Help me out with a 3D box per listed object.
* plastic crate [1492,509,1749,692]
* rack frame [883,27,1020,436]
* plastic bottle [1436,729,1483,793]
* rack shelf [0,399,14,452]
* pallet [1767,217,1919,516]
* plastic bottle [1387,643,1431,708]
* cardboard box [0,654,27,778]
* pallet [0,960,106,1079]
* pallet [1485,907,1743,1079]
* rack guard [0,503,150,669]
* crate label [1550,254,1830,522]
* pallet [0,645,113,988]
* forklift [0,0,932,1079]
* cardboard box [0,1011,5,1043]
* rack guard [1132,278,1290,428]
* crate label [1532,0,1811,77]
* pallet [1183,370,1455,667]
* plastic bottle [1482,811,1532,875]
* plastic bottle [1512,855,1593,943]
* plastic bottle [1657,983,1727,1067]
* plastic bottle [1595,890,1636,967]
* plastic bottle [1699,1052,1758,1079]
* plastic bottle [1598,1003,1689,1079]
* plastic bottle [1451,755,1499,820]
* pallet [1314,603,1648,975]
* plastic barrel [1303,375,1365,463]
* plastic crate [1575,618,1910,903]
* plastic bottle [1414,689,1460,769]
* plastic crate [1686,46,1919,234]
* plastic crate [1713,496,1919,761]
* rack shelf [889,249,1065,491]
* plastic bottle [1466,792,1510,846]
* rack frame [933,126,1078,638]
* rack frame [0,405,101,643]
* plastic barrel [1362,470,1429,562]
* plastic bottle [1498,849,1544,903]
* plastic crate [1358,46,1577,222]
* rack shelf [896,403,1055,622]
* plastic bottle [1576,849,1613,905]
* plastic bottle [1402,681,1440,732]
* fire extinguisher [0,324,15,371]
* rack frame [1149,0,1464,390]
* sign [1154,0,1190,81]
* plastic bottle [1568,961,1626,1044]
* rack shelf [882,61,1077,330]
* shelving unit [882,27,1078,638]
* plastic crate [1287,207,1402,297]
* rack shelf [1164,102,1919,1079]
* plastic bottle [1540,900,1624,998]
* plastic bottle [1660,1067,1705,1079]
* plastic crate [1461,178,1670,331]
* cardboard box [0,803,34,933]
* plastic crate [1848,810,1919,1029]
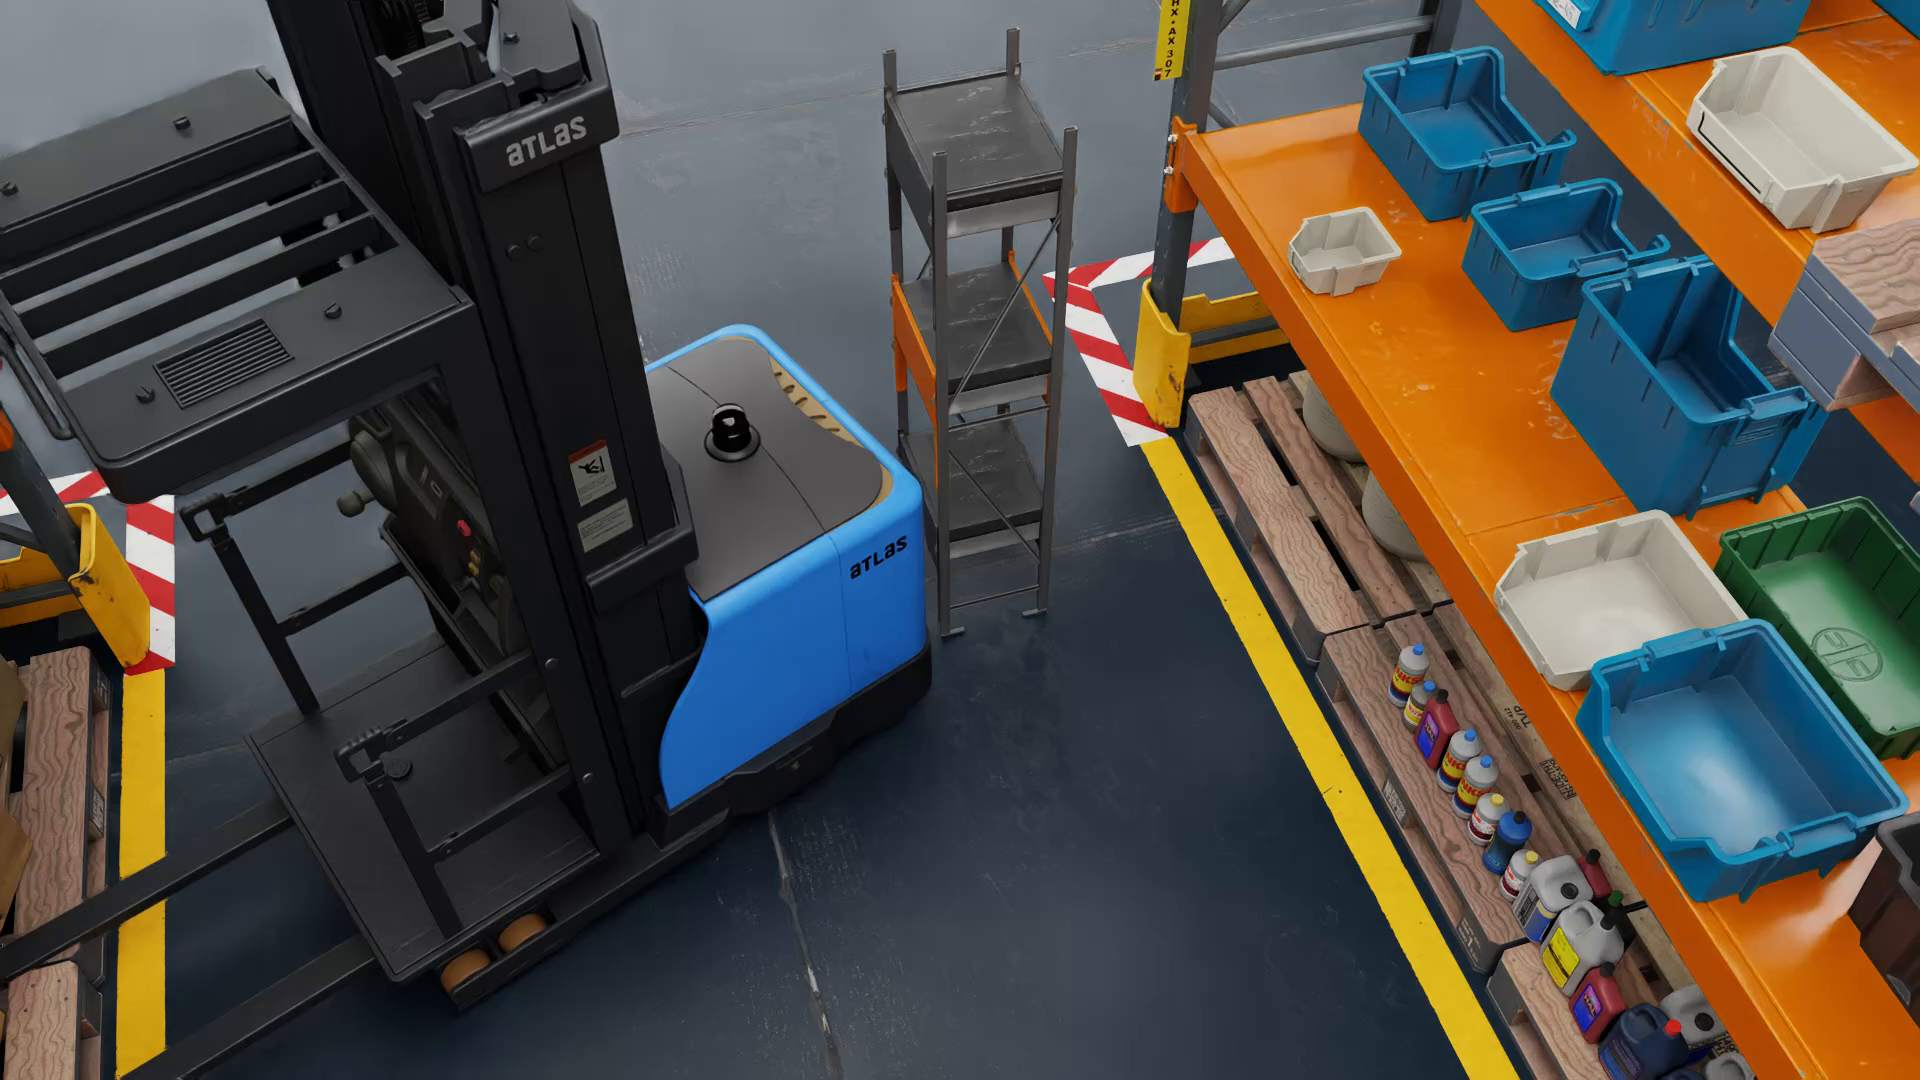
[{"bbox_3d":[1.691,0.176,4.312,0.530,0.136,0.437,-13,51,-11],"label":"plastic crate"},{"bbox_3d":[-0.023,-0.734,5.496,0.400,2.100,0.015,-13,51,-11],"label":"rack frame"},{"bbox_3d":[1.570,0.681,5.211,0.097,0.271,0.097,0,50,0],"label":"plastic bottle"},{"bbox_3d":[-2.910,1.110,3.822,1.077,0.370,4.000,-13,51,-11],"label":"rack shelf"},{"bbox_3d":[2.107,-0.191,2.611,1.213,0.211,1.003,-13,51,-11],"label":"pallet"},{"bbox_3d":[1.469,0.430,5.422,0.097,0.271,0.097,0,50,0],"label":"plastic bottle"},{"bbox_3d":[-3.332,0.548,5.186,0.500,0.500,0.500,-5,50,-4],"label":"cardboard box"},{"bbox_3d":[-2.915,1.863,4.541,1.003,0.211,1.213,-13,51,-11],"label":"pallet"},{"bbox_3d":[2.255,1.618,4.748,1.003,0.211,1.213,-13,51,-11],"label":"pallet"},{"bbox_3d":[-3.479,0.279,5.688,1.175,0.500,0.348,-13,51,-11],"label":"rack guard"},{"bbox_3d":[2.033,-0.430,4.628,0.502,0.435,0.616,-13,51,-11],"label":"crate label"},{"bbox_3d":[-3.272,0.974,5.291,1.003,0.211,1.213,-13,51,-11],"label":"pallet"},{"bbox_3d":[-1.569,-0.003,4.335,3.031,2.935,1.130,-31,56,-23],"label":"forklift"},{"bbox_3d":[-2.956,1.438,4.436,0.500,0.500,0.500,-9,50,-8],"label":"cardboard box"},{"bbox_3d":[1.298,-0.851,6.641,1.175,0.500,0.348,-13,51,-11],"label":"rack guard"},{"bbox_3d":[1.468,-1.179,3.417,0.502,0.251,0.408,-13,51,-11],"label":"crate label"},{"bbox_3d":[1.533,-0.164,6.250,1.003,0.211,1.213,-13,51,-11],"label":"pallet"},{"bbox_3d":[1.660,0.902,5.025,0.097,0.271,0.097,0,50,0],"label":"plastic bottle"},{"bbox_3d":[1.751,1.055,4.893,0.152,0.276,0.135,-12,51,-10],"label":"plastic bottle"},{"bbox_3d":[2.025,1.358,4.637,0.152,0.276,0.135,-13,51,-11],"label":"plastic bottle"},{"bbox_3d":[1.886,1.130,4.824,0.061,0.283,0.133,-13,51,-11],"label":"plastic bottle"},{"bbox_3d":[2.085,1.494,4.474,0.144,0.351,0.185,-13,51,-11],"label":"plastic bottle"},{"bbox_3d":[1.891,1.386,4.564,0.144,0.351,0.185,-16,52,-13],"label":"plastic bottle"},{"bbox_3d":[1.600,0.754,5.149,0.097,0.271,0.097,0,50,0],"label":"plastic bottle"},{"bbox_3d":[1.890,0.726,5.500,1.003,0.211,1.213,-13,51,-11],"label":"pallet"},{"bbox_3d":[1.498,-0.572,6.123,0.421,0.512,0.421,0,50,0],"label":"plastic barrel"},{"bbox_3d":[1.827,0.520,3.947,0.499,0.251,0.616,-13,51,-11],"label":"plastic crate"},{"bbox_3d":[1.518,0.596,5.275,0.061,0.283,0.133,-13,51,-10],"label":"plastic bottle"},{"bbox_3d":[1.552,-0.743,3.125,0.243,0.136,0.396,-13,51,-11],"label":"plastic crate"},{"bbox_3d":[2.282,0.232,4.231,0.450,0.188,0.662,-13,51,-11],"label":"plastic crate"},{"bbox_3d":[0.049,-0.547,5.356,0.431,0.518,0.480,-13,51,-11],"label":"rack shelf"},{"bbox_3d":[1.629,0.849,5.115,0.097,0.201,0.097,0,50,0],"label":"plastic bottle"},{"bbox_3d":[0.121,-0.378,5.195,0.400,2.100,0.015,-13,51,-11],"label":"rack frame"},{"bbox_3d":[-3.501,-0.582,4.779,1.000,3.000,0.127,-13,51,-11],"label":"rack frame"},{"bbox_3d":[1.646,-0.206,5.814,0.421,0.512,0.421,0,50,0],"label":"plastic barrel"},{"bbox_3d":[1.690,0.999,4.989,0.097,0.201,0.097,0,50,0],"label":"plastic bottle"},{"bbox_3d":[1.664,-1.356,5.529,0.499,0.251,0.616,-13,51,-11],"label":"plastic crate"},{"bbox_3d":[0.049,-0.096,5.891,0.431,0.518,0.480,-13,51,-11],"label":"rack shelf"},{"bbox_3d":[1.853,1.028,4.910,0.061,0.283,0.133,-13,51,-11],"label":"plastic bottle"},{"bbox_3d":[1.500,0.528,5.385,0.097,0.201,0.097,0,50,0],"label":"plastic bottle"},{"bbox_3d":[-3.095,-0.745,4.967,0.296,0.674,0.183,-13,51,-11],"label":"fire extinguisher"},{"bbox_3d":[1.230,-1.702,5.723,1.000,3.000,0.127,-13,51,-11],"label":"rack frame"},{"bbox_3d":[0.704,-1.670,5.515,0.100,0.325,0.005,-13,51,-11],"label":"sign"},{"bbox_3d":[1.803,1.298,4.683,0.061,0.283,0.133,-10,51,-9],"label":"plastic bottle"},{"bbox_3d":[0.049,-0.998,4.821,0.431,0.518,0.480,-13,51,-11],"label":"rack shelf"},{"bbox_3d":[0.049,-0.556,5.345,0.431,2.100,0.503,-13,51,-11],"label":"shelving unit"},{"bbox_3d":[1.188,-0.891,5.211,0.298,0.136,0.250,-13,51,-11],"label":"plastic crate"},{"bbox_3d":[1.822,-0.009,4.767,1.077,0.370,4.000,-13,51,-11],"label":"rack shelf"},{"bbox_3d":[1.795,1.150,4.763,0.144,0.351,0.185,-14,51,-11],"label":"plastic bottle"},{"bbox_3d":[1.948,1.526,4.446,0.144,0.351,0.185,-15,51,-12],"label":"plastic bottle"},{"bbox_3d":[1.851,-0.881,5.128,0.499,0.251,0.408,-13,51,-11],"label":"plastic crate"},{"bbox_3d":[-3.123,0.977,4.825,0.500,0.500,0.500,-2,50,-1],"label":"cardboard box"},{"bbox_3d":[2.380,0.828,3.630,0.767,0.338,0.504,-13,51,-11],"label":"plastic crate"}]
